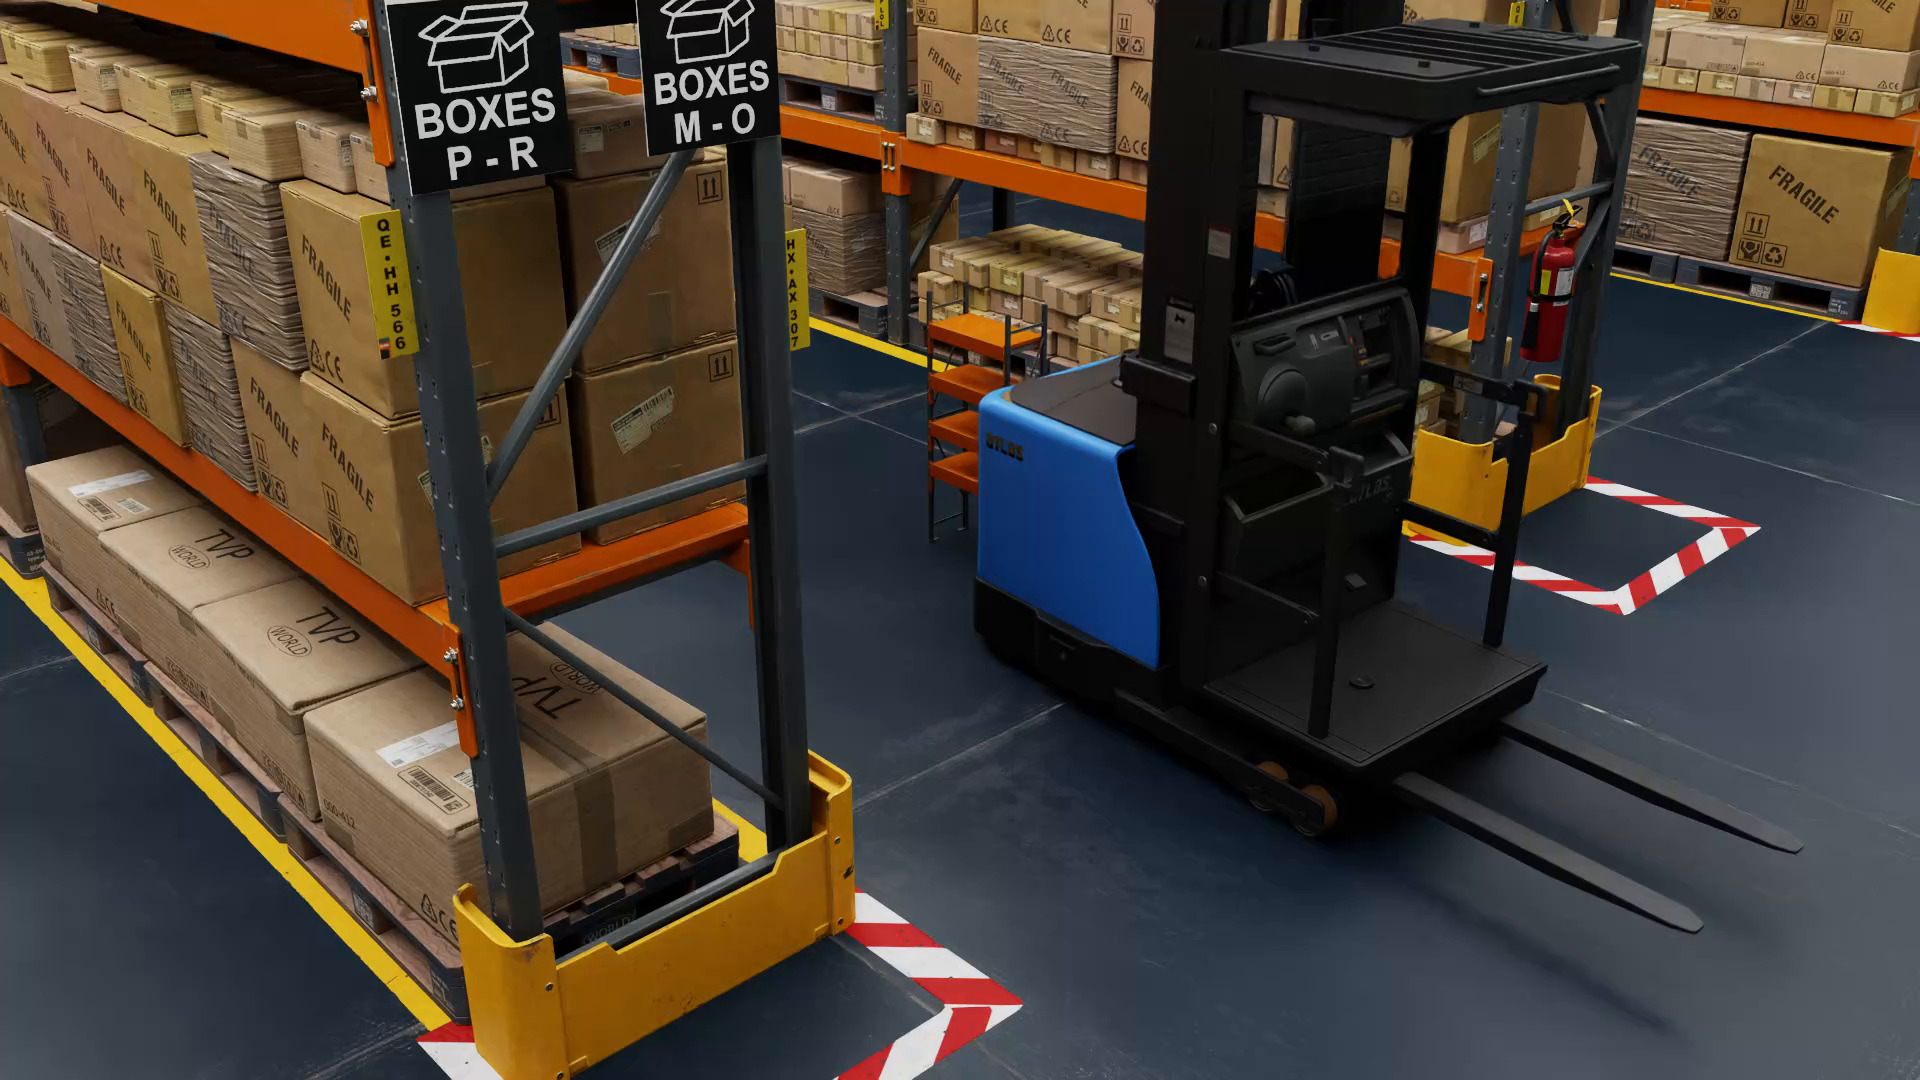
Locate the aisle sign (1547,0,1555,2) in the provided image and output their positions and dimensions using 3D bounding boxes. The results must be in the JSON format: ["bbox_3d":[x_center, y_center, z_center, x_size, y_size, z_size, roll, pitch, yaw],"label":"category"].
[{"bbox_3d":[2.518,-2.591,6.684,0.394,0.787,0.004,-21,32,-38],"label":"aisle sign"}]

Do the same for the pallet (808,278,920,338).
[{"bbox_3d":[-0.580,-1.694,11.210,1.003,0.211,1.213,-21,32,-38],"label":"pallet"}]

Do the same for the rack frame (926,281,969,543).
[{"bbox_3d":[-0.054,-0.570,7.553,0.240,1.200,0.015,-21,32,-38],"label":"rack frame"}]

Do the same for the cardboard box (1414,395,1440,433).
[{"bbox_3d":[2.118,-0.624,8.074,0.380,0.149,0.250,-22,33,-40],"label":"cardboard box"}]

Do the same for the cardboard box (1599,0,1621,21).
[{"bbox_3d":[4.473,-3.987,11.794,0.500,0.500,0.500,-22,33,-40],"label":"cardboard box"}]

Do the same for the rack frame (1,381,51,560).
[{"bbox_3d":[-3.591,-1.293,6.970,1.000,3.000,0.127,-21,32,-38],"label":"rack frame"}]

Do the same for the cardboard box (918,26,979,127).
[{"bbox_3d":[0.107,-2.687,9.547,0.500,0.500,0.500,-22,32,-39],"label":"cardboard box"}]

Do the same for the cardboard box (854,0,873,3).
[{"bbox_3d":[-0.518,-3.562,11.025,0.380,0.149,0.250,-22,32,-39],"label":"cardboard box"}]

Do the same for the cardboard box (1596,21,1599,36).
[{"bbox_3d":[4.467,-3.647,11.953,0.500,0.250,0.500,-20,31,-37],"label":"cardboard box"}]

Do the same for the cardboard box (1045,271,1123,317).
[{"bbox_3d":[0.700,-1.393,9.402,0.380,0.149,0.250,-20,31,-37],"label":"cardboard box"}]

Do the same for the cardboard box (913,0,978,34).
[{"bbox_3d":[0.083,-3.158,9.374,0.500,0.500,0.500,-20,31,-37],"label":"cardboard box"}]

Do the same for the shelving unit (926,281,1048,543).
[{"bbox_3d":[0.113,-0.496,7.391,0.258,1.200,0.503,-21,32,-38],"label":"shelving unit"}]

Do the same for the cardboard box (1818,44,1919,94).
[{"bbox_3d":[5.852,-3.031,10.602,0.500,0.250,0.500,-22,32,-39],"label":"cardboard box"}]

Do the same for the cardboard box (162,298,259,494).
[{"bbox_3d":[-2.071,-0.507,5.126,0.500,0.500,0.500,-20,31,-37],"label":"cardboard box"}]

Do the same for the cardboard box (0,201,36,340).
[{"bbox_3d":[-3.462,-1.122,6.474,0.500,0.500,0.500,-20,31,-37],"label":"cardboard box"}]

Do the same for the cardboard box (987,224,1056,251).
[{"bbox_3d":[0.386,-1.858,10.422,0.380,0.149,0.250,-20,31,-37],"label":"cardboard box"}]

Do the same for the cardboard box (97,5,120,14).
[{"bbox_3d":[-3.048,-1.975,6.358,0.380,0.149,0.250,-20,31,-37],"label":"cardboard box"}]

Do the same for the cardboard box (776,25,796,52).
[{"bbox_3d":[-1.002,-3.241,10.679,0.380,0.149,0.250,-23,33,-40],"label":"cardboard box"}]

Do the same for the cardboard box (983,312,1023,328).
[{"bbox_3d":[0.357,-1.279,9.868,0.380,0.149,0.250,-21,32,-39],"label":"cardboard box"}]

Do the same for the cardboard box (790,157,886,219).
[{"bbox_3d":[-0.741,-2.277,10.728,0.500,0.250,0.500,-22,33,-40],"label":"cardboard box"}]

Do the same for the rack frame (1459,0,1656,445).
[{"bbox_3d":[2.687,-1.516,7.459,1.000,3.000,0.127,-21,32,-38],"label":"rack frame"}]

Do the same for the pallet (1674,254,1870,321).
[{"bbox_3d":[5.773,-1.844,11.537,1.003,0.211,1.213,-21,32,-38],"label":"pallet"}]

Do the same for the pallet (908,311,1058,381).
[{"bbox_3d":[0.438,-1.266,10.270,1.003,0.211,1.213,-21,32,-38],"label":"pallet"}]

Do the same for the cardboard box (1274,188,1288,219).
[{"bbox_3d":[1.741,-1.648,8.052,0.380,0.149,0.250,-20,31,-37],"label":"cardboard box"}]

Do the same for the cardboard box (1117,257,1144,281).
[{"bbox_3d":[1.138,-1.562,9.772,0.250,0.149,0.380,22,32,39],"label":"cardboard box"}]

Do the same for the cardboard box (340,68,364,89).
[{"bbox_3d":[-1.634,-1.372,5.037,0.380,0.149,0.250,-21,32,-38],"label":"cardboard box"}]

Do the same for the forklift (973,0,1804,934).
[{"bbox_3d":[1.385,-0.578,5.486,1.130,2.935,3.031,-19,31,-36],"label":"forklift"}]

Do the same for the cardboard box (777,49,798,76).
[{"bbox_3d":[-0.981,-3.099,10.726,0.250,0.149,0.380,22,32,39],"label":"cardboard box"}]

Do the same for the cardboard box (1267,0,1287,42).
[{"bbox_3d":[1.484,-2.528,7.994,0.500,0.500,0.500,-19,31,-36],"label":"cardboard box"}]

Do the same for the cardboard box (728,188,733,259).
[{"bbox_3d":[-1.435,-2.246,11.566,0.500,0.500,0.500,-22,33,-40],"label":"cardboard box"}]

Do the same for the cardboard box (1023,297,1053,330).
[{"bbox_3d":[0.581,-1.359,9.685,0.250,0.149,0.380,22,32,39],"label":"cardboard box"}]

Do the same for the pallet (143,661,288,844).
[{"bbox_3d":[-2.291,0.598,6.184,1.003,0.211,1.213,-21,32,-38],"label":"pallet"}]

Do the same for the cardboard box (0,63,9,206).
[{"bbox_3d":[-3.443,-1.580,6.275,0.500,0.500,0.500,-21,32,-38],"label":"cardboard box"}]

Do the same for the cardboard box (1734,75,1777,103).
[{"bbox_3d":[5.372,-3.023,11.066,0.380,0.149,0.250,-21,32,-38],"label":"cardboard box"}]

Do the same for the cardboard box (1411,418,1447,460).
[{"bbox_3d":[2.175,-0.510,8.183,0.380,0.149,0.250,-21,32,-38],"label":"cardboard box"}]

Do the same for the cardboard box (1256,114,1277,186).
[{"bbox_3d":[1.490,-2.068,8.190,0.500,0.500,0.500,-21,32,-38],"label":"cardboard box"}]

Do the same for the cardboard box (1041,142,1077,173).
[{"bbox_3d":[0.665,-2.133,9.113,0.380,0.149,0.250,-21,32,-38],"label":"cardboard box"}]

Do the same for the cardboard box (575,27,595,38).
[{"bbox_3d":[-2.623,-3.823,12.314,0.380,0.149,0.250,-22,32,-39],"label":"cardboard box"}]

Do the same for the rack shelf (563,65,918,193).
[{"bbox_3d":[-1.414,-3.006,11.592,1.077,0.370,4.000,-21,32,-38],"label":"rack shelf"}]

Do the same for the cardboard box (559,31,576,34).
[{"bbox_3d":[-3.285,-4.045,12.883,0.500,0.500,0.500,-21,32,-38],"label":"cardboard box"}]

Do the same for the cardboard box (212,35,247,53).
[{"bbox_3d":[-2.321,-1.680,5.712,0.380,0.149,0.250,-22,33,-39],"label":"cardboard box"}]

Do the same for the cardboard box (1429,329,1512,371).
[{"bbox_3d":[2.577,-0.936,8.399,0.250,0.149,0.380,22,32,39],"label":"cardboard box"}]

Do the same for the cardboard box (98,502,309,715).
[{"bbox_3d":[-2.628,0.174,6.336,0.875,0.438,0.875,-22,33,-40],"label":"cardboard box"}]

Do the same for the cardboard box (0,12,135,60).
[{"bbox_3d":[-3.173,-1.780,5.932,0.380,0.149,0.250,-22,32,-39],"label":"cardboard box"}]

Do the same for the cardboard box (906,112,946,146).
[{"bbox_3d":[-0.092,-2.435,9.775,0.380,0.149,0.250,-20,31,-37],"label":"cardboard box"}]

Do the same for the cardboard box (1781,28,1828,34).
[{"bbox_3d":[5.885,-3.337,11.273,0.500,0.250,0.500,-22,32,-39],"label":"cardboard box"}]

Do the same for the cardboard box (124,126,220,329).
[{"bbox_3d":[-2.075,-0.961,4.916,0.500,0.500,0.500,-21,32,-39],"label":"cardboard box"}]

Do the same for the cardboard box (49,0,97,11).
[{"bbox_3d":[-4.050,-2.154,7.533,0.500,0.500,0.500,-21,32,-39],"label":"cardboard box"}]

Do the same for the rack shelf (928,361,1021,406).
[{"bbox_3d":[0.113,-0.638,7.326,0.258,0.148,0.480,-21,32,-38],"label":"rack shelf"}]

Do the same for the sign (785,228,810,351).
[{"bbox_3d":[-0.448,-0.666,4.458,0.100,0.325,0.005,-21,32,-38],"label":"sign"}]

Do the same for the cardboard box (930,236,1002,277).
[{"bbox_3d":[0.037,-1.729,10.138,0.380,0.149,0.250,-20,31,-36],"label":"cardboard box"}]

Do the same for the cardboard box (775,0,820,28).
[{"bbox_3d":[-1.003,-3.381,10.627,0.380,0.149,0.250,-21,32,-39],"label":"cardboard box"}]

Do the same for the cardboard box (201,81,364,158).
[{"bbox_3d":[-1.820,-1.141,4.530,0.380,0.149,0.250,-20,31,-37],"label":"cardboard box"}]

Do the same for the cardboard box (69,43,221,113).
[{"bbox_3d":[-2.538,-1.452,5.213,0.380,0.149,0.250,-21,32,-38],"label":"cardboard box"}]
